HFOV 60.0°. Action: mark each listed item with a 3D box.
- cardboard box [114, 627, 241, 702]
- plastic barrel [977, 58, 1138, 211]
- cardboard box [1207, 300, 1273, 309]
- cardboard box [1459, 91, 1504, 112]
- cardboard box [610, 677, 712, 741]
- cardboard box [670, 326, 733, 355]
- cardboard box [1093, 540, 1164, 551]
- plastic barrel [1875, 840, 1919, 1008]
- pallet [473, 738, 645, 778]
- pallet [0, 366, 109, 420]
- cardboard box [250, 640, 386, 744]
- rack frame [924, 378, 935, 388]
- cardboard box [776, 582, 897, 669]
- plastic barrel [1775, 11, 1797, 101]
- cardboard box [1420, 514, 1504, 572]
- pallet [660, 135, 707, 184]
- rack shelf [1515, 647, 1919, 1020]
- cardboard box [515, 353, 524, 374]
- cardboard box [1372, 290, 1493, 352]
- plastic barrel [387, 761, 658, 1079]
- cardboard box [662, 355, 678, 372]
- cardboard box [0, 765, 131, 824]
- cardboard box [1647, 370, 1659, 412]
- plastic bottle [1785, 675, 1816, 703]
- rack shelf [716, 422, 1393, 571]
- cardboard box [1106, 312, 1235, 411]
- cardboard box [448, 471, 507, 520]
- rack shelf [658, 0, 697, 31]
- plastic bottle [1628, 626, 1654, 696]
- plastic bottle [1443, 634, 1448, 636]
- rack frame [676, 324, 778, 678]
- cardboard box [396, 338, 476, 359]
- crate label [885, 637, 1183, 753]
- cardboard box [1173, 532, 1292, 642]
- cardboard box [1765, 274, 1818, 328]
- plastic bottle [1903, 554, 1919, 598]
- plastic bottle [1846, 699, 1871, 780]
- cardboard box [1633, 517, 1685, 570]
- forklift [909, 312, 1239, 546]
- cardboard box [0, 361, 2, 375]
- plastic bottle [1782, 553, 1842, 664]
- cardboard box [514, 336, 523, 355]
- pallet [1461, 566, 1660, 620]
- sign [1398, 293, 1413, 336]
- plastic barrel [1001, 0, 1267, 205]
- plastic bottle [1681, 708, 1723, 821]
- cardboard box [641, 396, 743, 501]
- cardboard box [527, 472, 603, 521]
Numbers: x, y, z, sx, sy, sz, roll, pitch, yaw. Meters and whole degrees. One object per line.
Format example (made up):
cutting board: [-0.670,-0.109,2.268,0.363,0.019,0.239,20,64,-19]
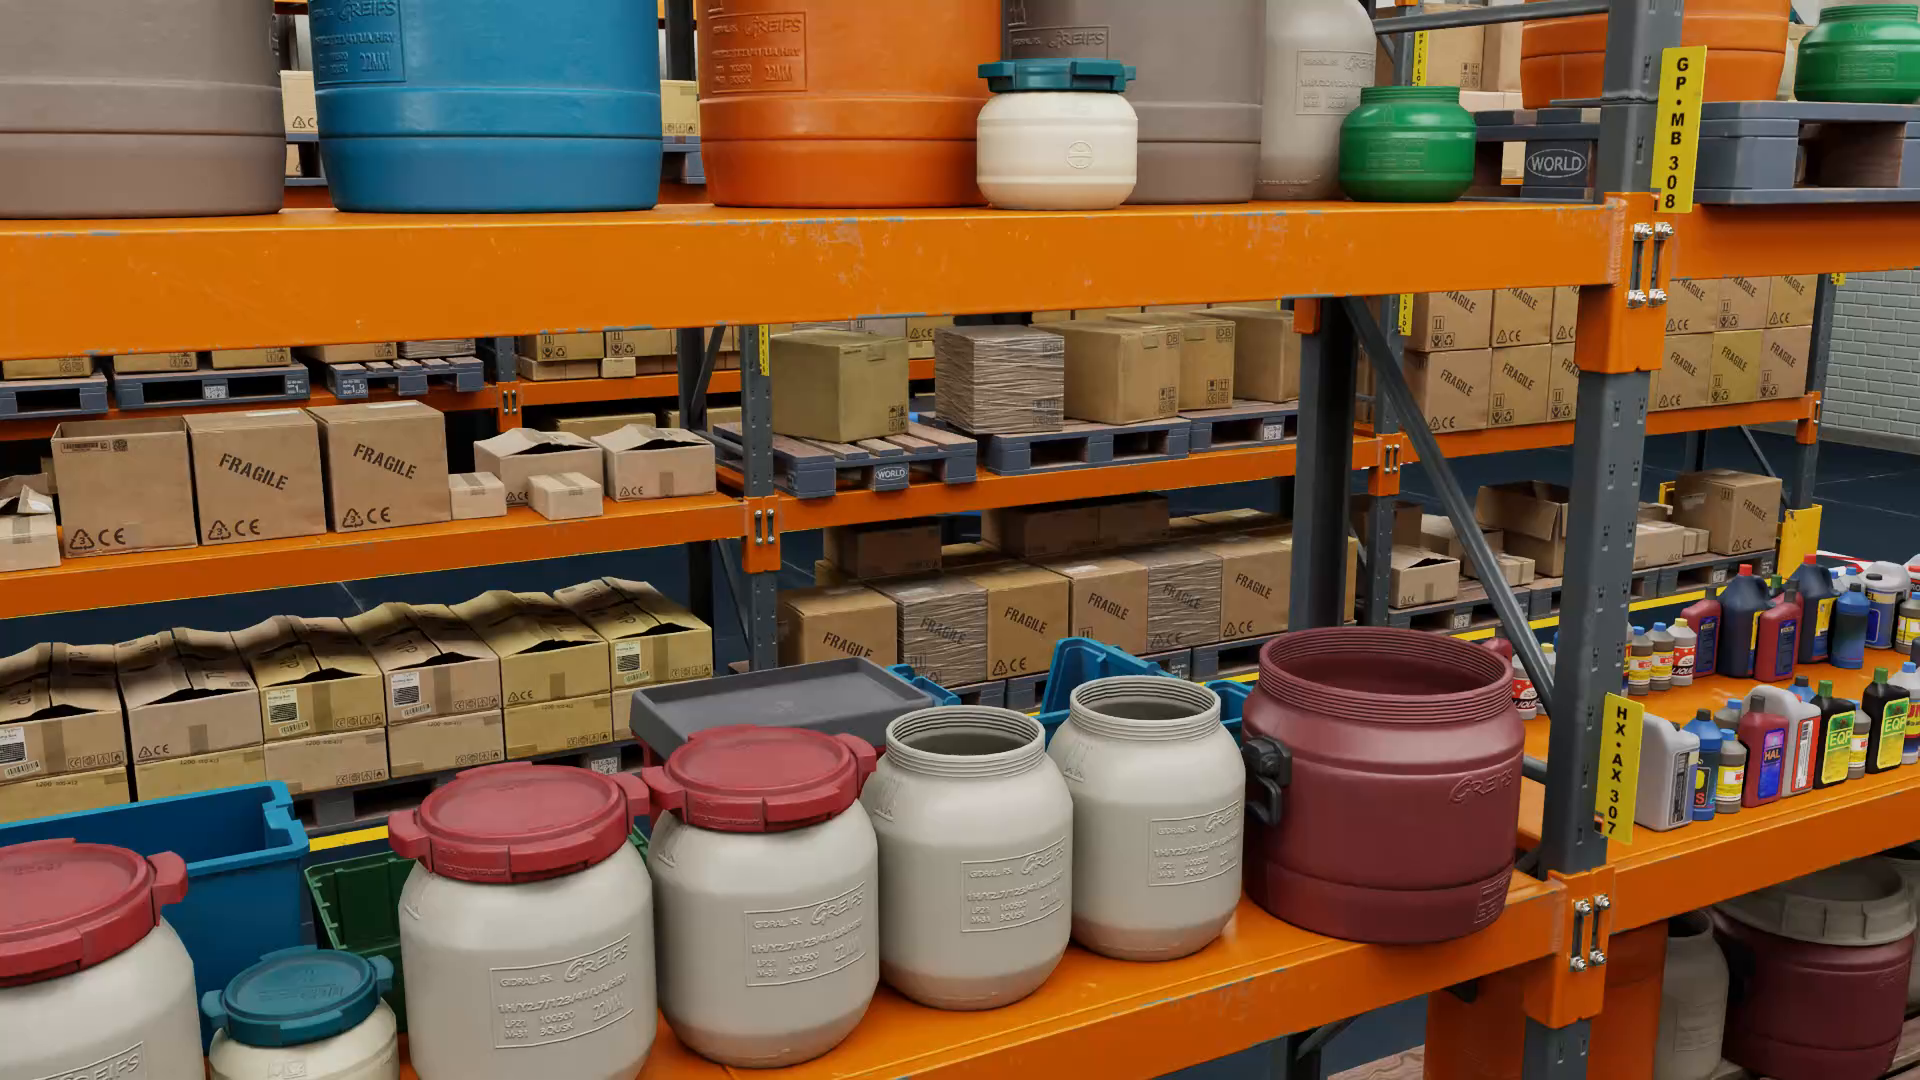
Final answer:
cardboard box: [-3.589,0.602,7.632,0.500,0.311,0.500,-7,14,-28]
plastic barrel: [0.177,-0.738,3.041,0.301,0.262,0.301,0,13,0]
cardboard box: [2.380,-2.284,15.743,0.700,0.700,0.980,-7,14,-28]
cardboard box: [2.868,-2.534,9.910,0.500,0.250,0.500,-7,14,-28]
cardboard box: [-1.534,0.763,8.194,0.500,0.250,0.500,-6,14,-27]
cardboard box: [-2.117,-1.741,13.063,0.500,0.500,0.500,-7,14,-28]
cardboard box: [0.875,0.221,9.986,0.500,0.500,0.500,-7,14,-27]
plastic barrel: [3.046,1.237,5.488,0.421,0.512,0.421,0,13,0]
pallet: [-1.930,0.963,8.348,1.213,0.211,1.003,-7,14,-28]
pallet: [-6.336,-0.968,11.017,1.213,0.211,1.003,-7,14,-28]
cardboard box: [-2.869,0.650,7.417,0.500,0.311,0.500,-6,14,-26]
rack frame: [-0.055,-1.851,14.503,0.127,3.000,1.000,-7,14,-28]
cardboard box: [-0.653,0.536,8.587,0.500,0.500,0.500,-6,14,-25]
plastic barrel: [2.052,-1.263,4.416,0.301,0.262,0.301,0,13,0]
cardboard box: [3.344,0.007,11.370,0.500,0.311,0.500,-7,14,-28]
pallet: [-1.742,-1.759,7.691,1.003,0.211,1.213,-6,14,-25]
rack shelf: [2.936,0.619,5.164,4.000,0.370,1.077,-7,14,-28]
cardboard box: [-3.403,-1.401,13.030,0.250,0.149,0.380,-7,14,-27]
cardboard box: [2.870,-1.429,10.122,0.500,0.500,0.500,-6,14,-26]
plastic barrel: [-0.741,0.698,2.867,0.433,0.535,0.433,0,13,0]
cardboard box: [-2.281,-1.423,13.128,0.250,0.149,0.380,-6,14,-27]
cardboard box: [-3.778,1.033,6.993,0.500,0.250,0.500,-6,14,-26]
cardboard box: [4.233,-1.107,10.970,0.500,0.500,0.500,-7,14,-29]
plastic bottle: [2.208,0.491,4.388,0.097,0.271,0.097,0,13,0]
rack shelf: [0.566,-0.336,9.407,4.000,0.370,1.077,-7,14,-28]
cardboard box: [1.226,-1.059,9.800,0.500,0.500,0.700,-4,13,-19]
cardboard box: [-2.281,-0.209,7.776,0.250,0.149,0.380,-6,14,-24]
rack shelf: [-1.810,-4.022,13.032,4.000,0.370,1.077,-7,14,-28]
plastic bottle: [2.071,0.367,5.100,0.097,0.201,0.097,0,13,0]
plastic bottle: [1.332,0.411,4.717,0.133,0.283,0.061,-7,14,-28]
rack frame: [-1.189,-0.476,8.393,0.127,3.000,1.000,-7,14,-28]
cardboard box: [-3.974,-1.642,12.346,0.500,0.500,0.700,-9,15,-34]
crate label: [0.179,0.514,3.913,0.616,0.435,0.502,-7,14,-28]
cardboard box: [1.588,0.265,9.789,0.500,0.500,0.500,-7,14,-28]
cardboard box: [5.574,-1.755,11.569,0.500,0.500,0.500,-7,14,-28]
plastic bottle: [3.290,0.191,5.710,0.135,0.276,0.152,-7,14,-28]
plastic bottle: [2.354,0.523,4.406,0.097,0.201,0.097,0,13,0]
cardboard box: [4.625,0.008,11.503,0.500,0.250,0.500,-7,14,-28]
forklift: [0.703,-1.411,12.702,3.031,2.935,1.130,2,13,7]
cardboard box: [-6.614,-1.320,10.913,0.500,0.500,0.700,-7,14,-28]
plastic bottle: [2.774,0.216,5.431,0.185,0.351,0.144,-7,14,-28]
cardboard box: [-3.278,-1.735,13.034,0.500,0.500,0.500,-7,14,-28]
pallet: [3.997,0.262,11.464,1.213,0.211,1.003,-7,14,-28]
sign: [2.591,-1.355,9.662,0.005,0.325,0.100,-7,14,-28]
plastic barrel: [0.356,-1.185,3.567,0.600,0.901,0.600,0,13,0]
plastic bottle: [1.831,0.551,4.120,0.097,0.271,0.097,0,13,0]
cardboard box: [-2.086,-0.730,13.459,0.750,0.750,0.750,-7,14,-28]
cardboard box: [-1.846,-0.206,7.764,0.250,0.149,0.380,-7,14,-28]
